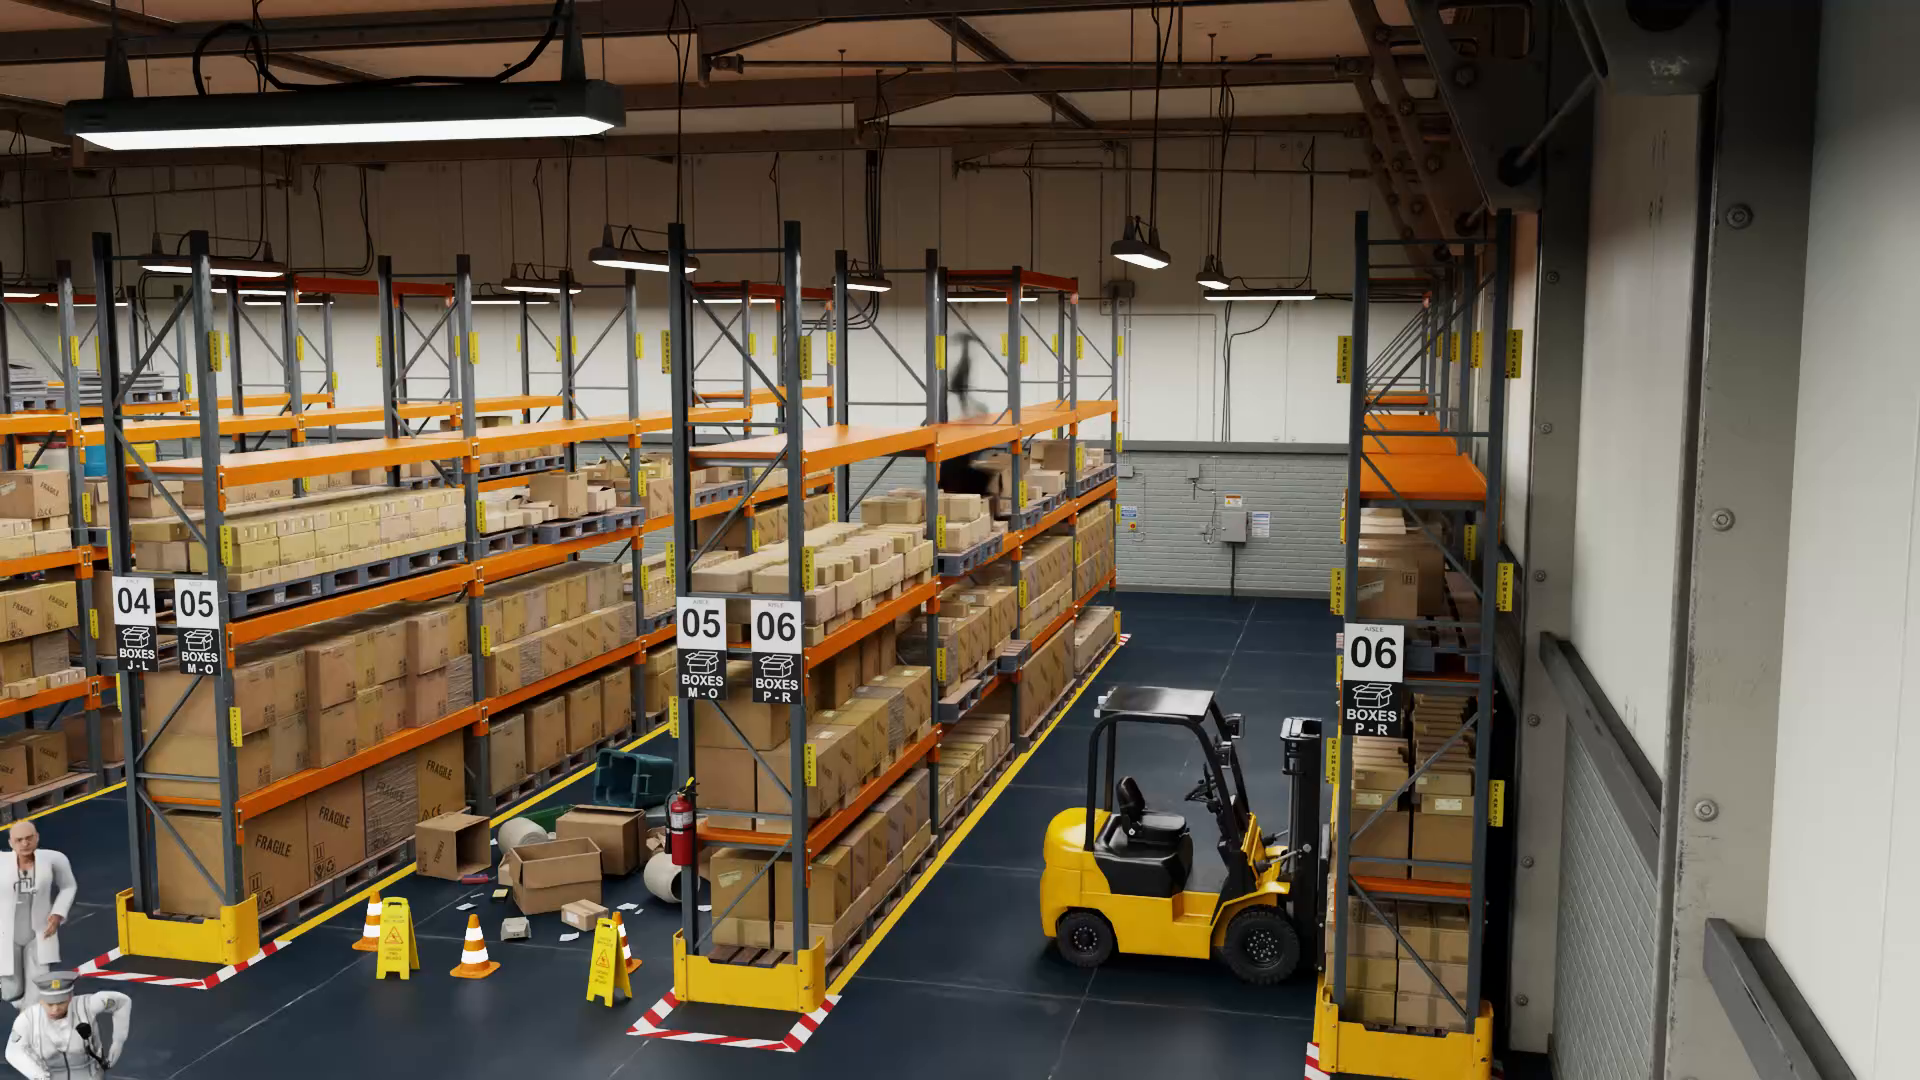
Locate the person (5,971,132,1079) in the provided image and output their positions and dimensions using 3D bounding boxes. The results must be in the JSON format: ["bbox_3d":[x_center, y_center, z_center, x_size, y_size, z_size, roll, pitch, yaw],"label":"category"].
[{"bbox_3d":[-5.238,3.214,9.844,0.657,1.627,0.964,-3,8,-23],"label":"person"}]

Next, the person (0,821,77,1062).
[{"bbox_3d":[-6.814,2.866,12.087,0.736,1.750,0.795,-5,8,-34],"label":"person"}]
